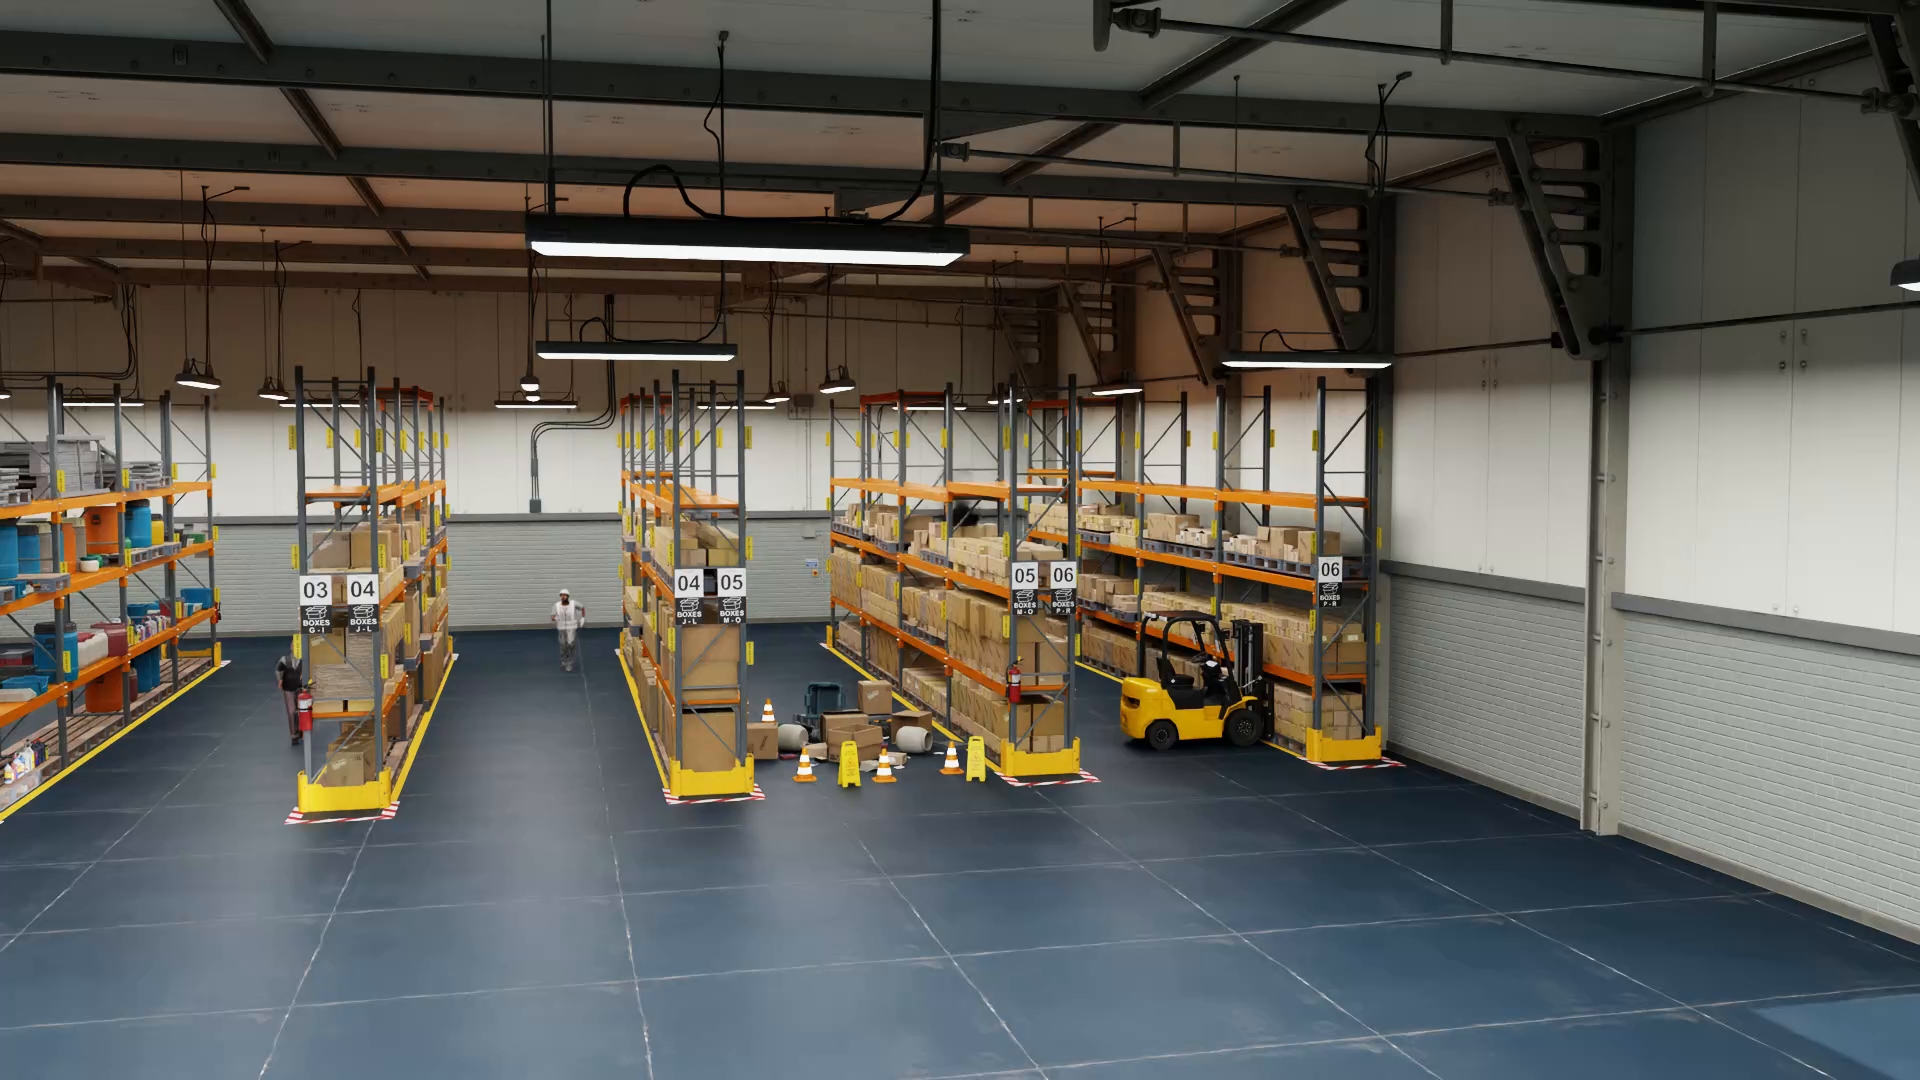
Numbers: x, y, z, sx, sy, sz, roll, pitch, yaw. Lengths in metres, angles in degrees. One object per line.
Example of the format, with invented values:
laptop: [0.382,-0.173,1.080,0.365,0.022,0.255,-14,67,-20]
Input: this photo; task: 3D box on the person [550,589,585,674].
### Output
person: [-8.513,1.963,36.066,0.694,1.826,0.917,0,3,-3]

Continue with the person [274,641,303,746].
person: [-10.958,2.514,27.458,0.681,1.702,0.744,-1,4,-21]
